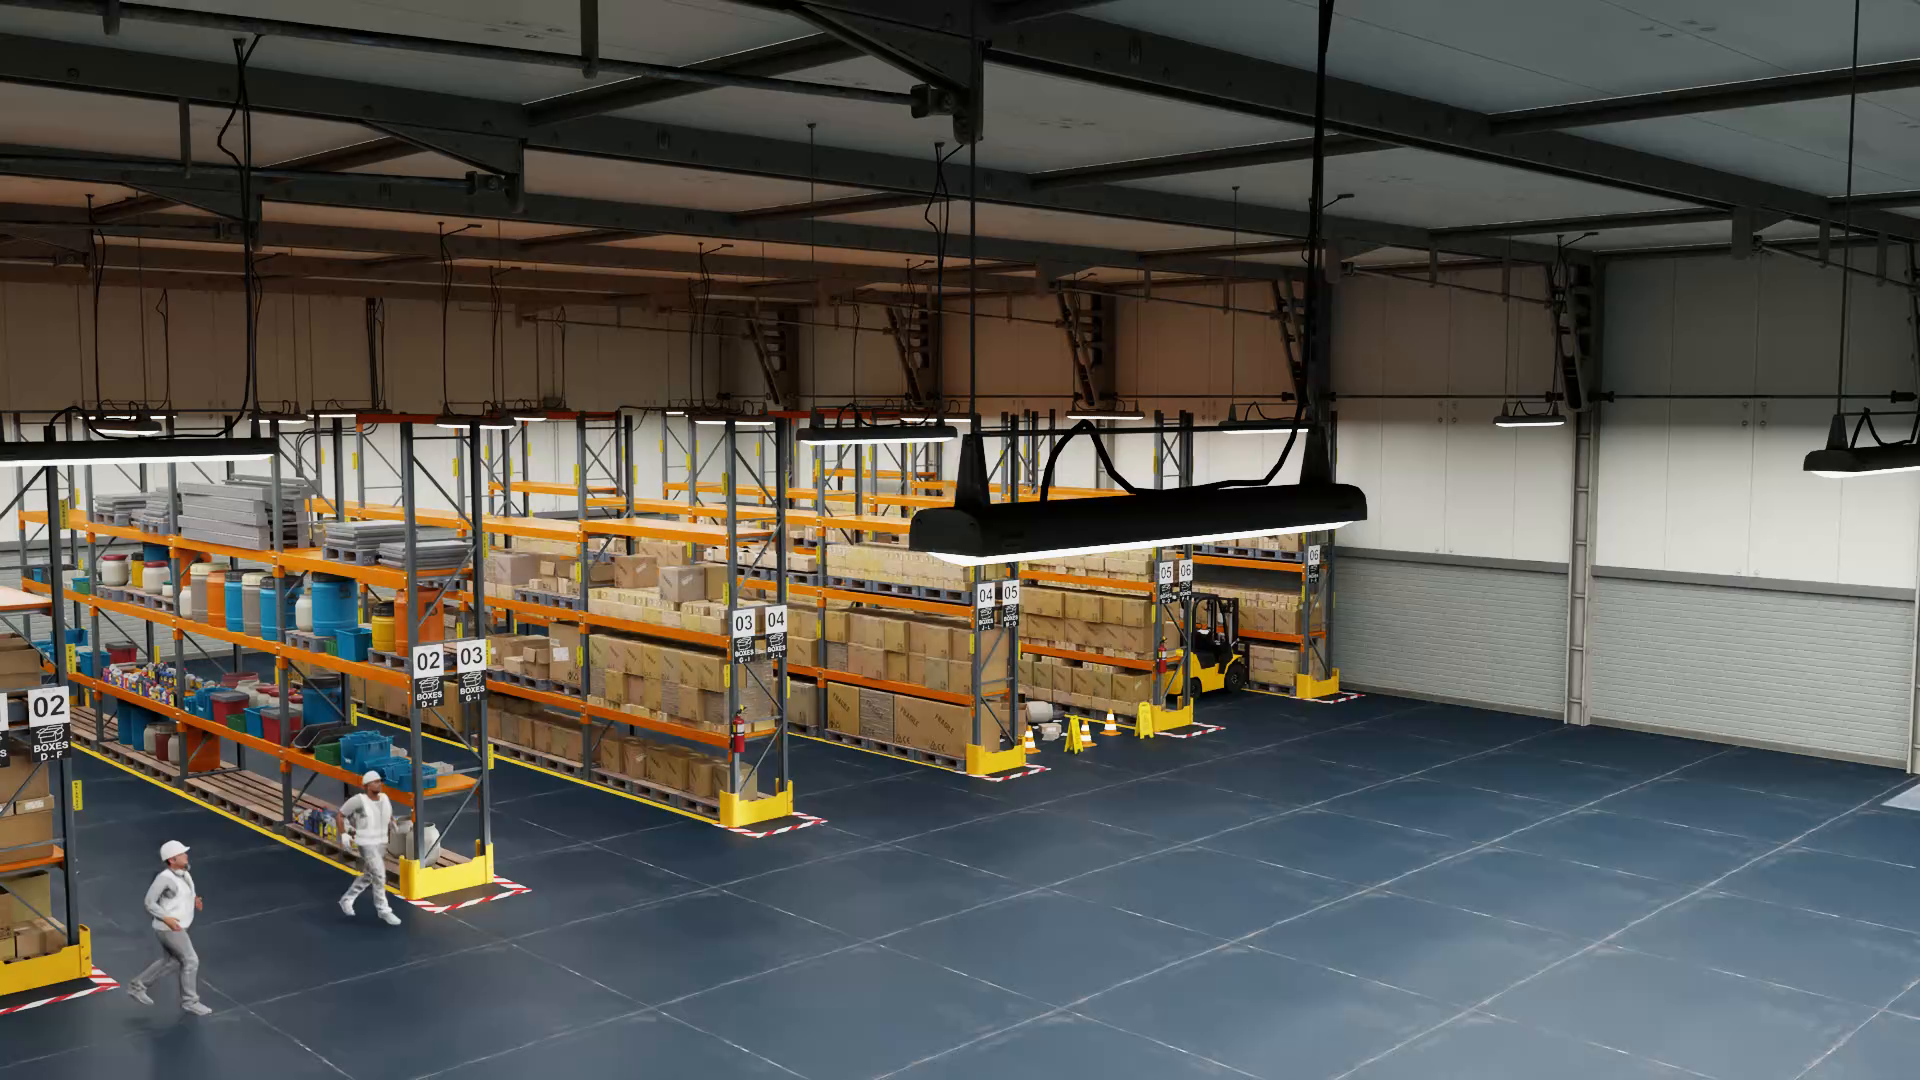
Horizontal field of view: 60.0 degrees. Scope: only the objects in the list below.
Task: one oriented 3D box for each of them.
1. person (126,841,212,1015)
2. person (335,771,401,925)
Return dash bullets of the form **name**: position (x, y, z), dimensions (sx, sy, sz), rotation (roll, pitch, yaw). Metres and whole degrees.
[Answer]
- **person**: position (-8.119, 3.971, 17.034), dimensions (0.834, 1.813, 0.669), rotation (-1, 5, -10)
- **person**: position (-7.072, 3.686, 20.109), dimensions (0.925, 1.768, 0.714), rotation (2, 5, 20)
